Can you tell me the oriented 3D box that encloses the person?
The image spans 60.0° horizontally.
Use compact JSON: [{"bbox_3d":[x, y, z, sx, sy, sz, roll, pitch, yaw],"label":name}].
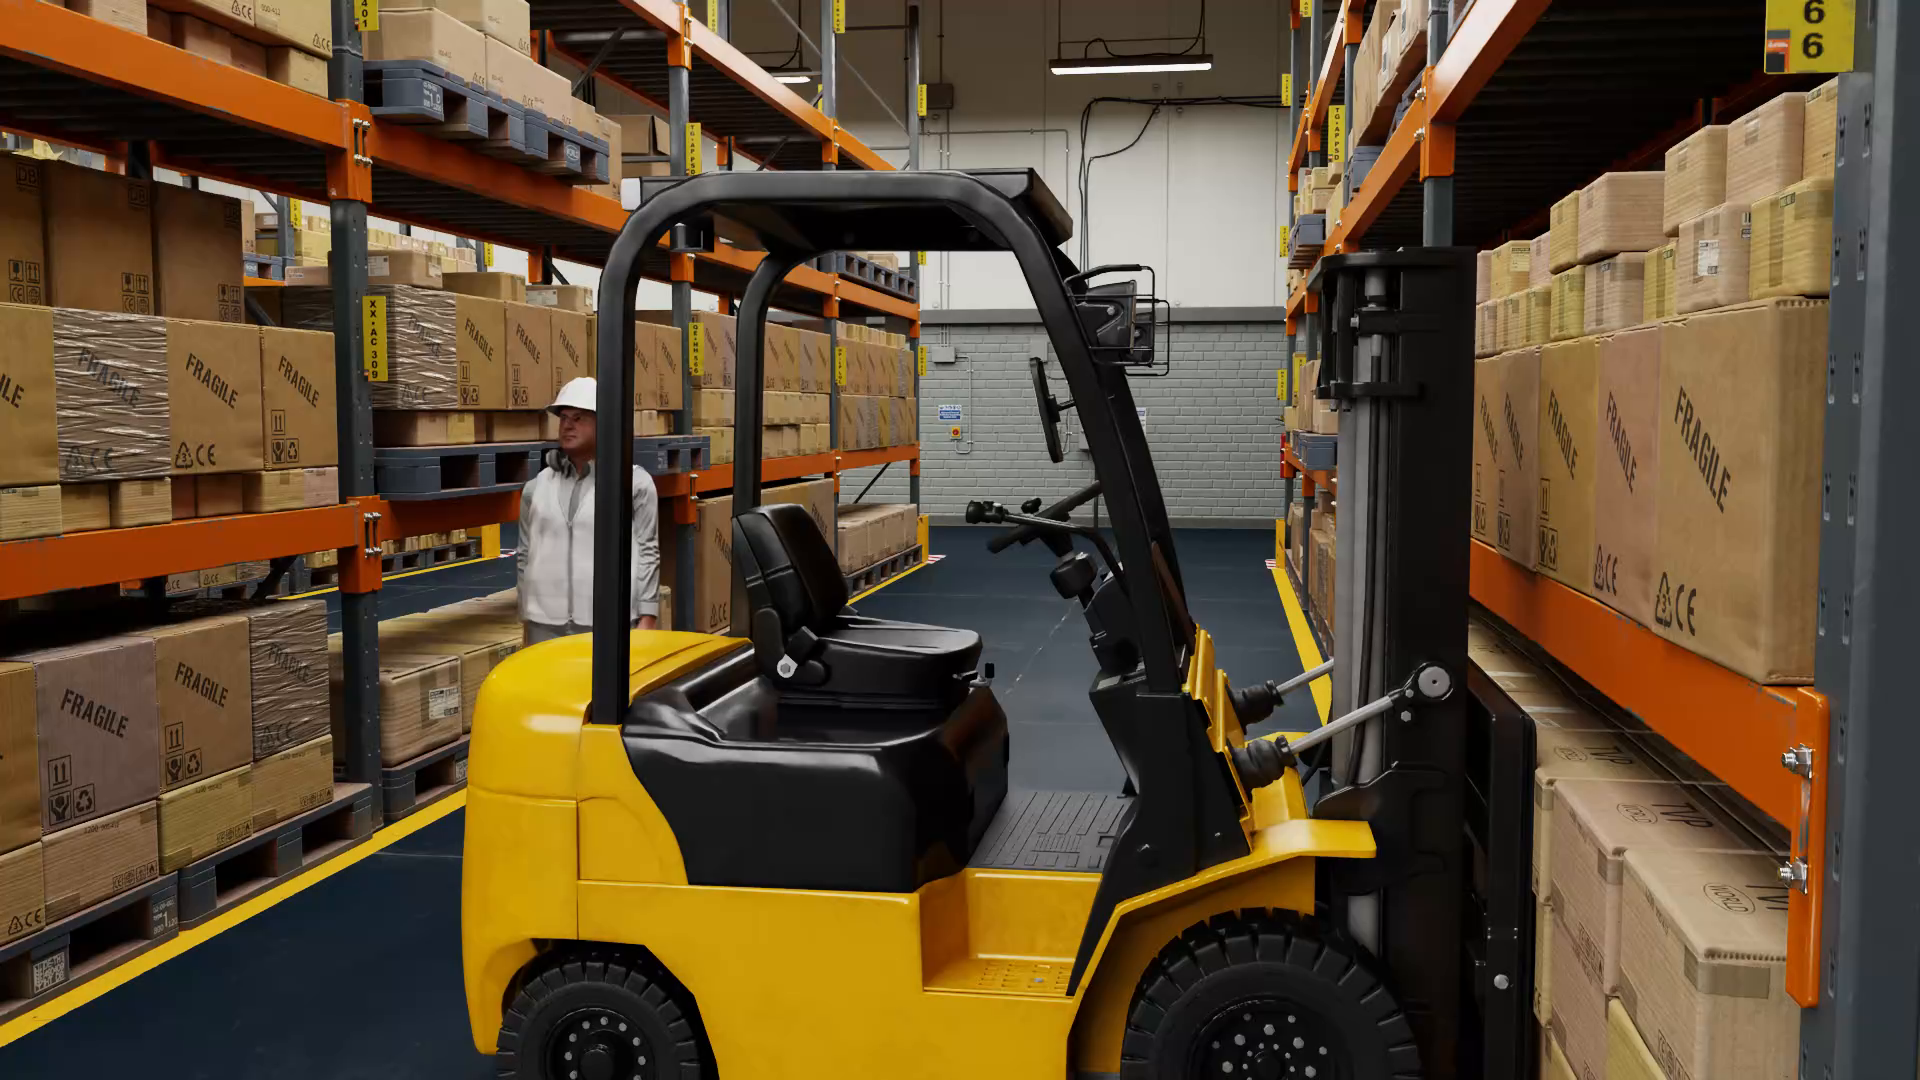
[{"bbox_3d":[-1.337,0.302,5.904,0.549,1.756,0.741,0,4,4],"label":"person"}]
